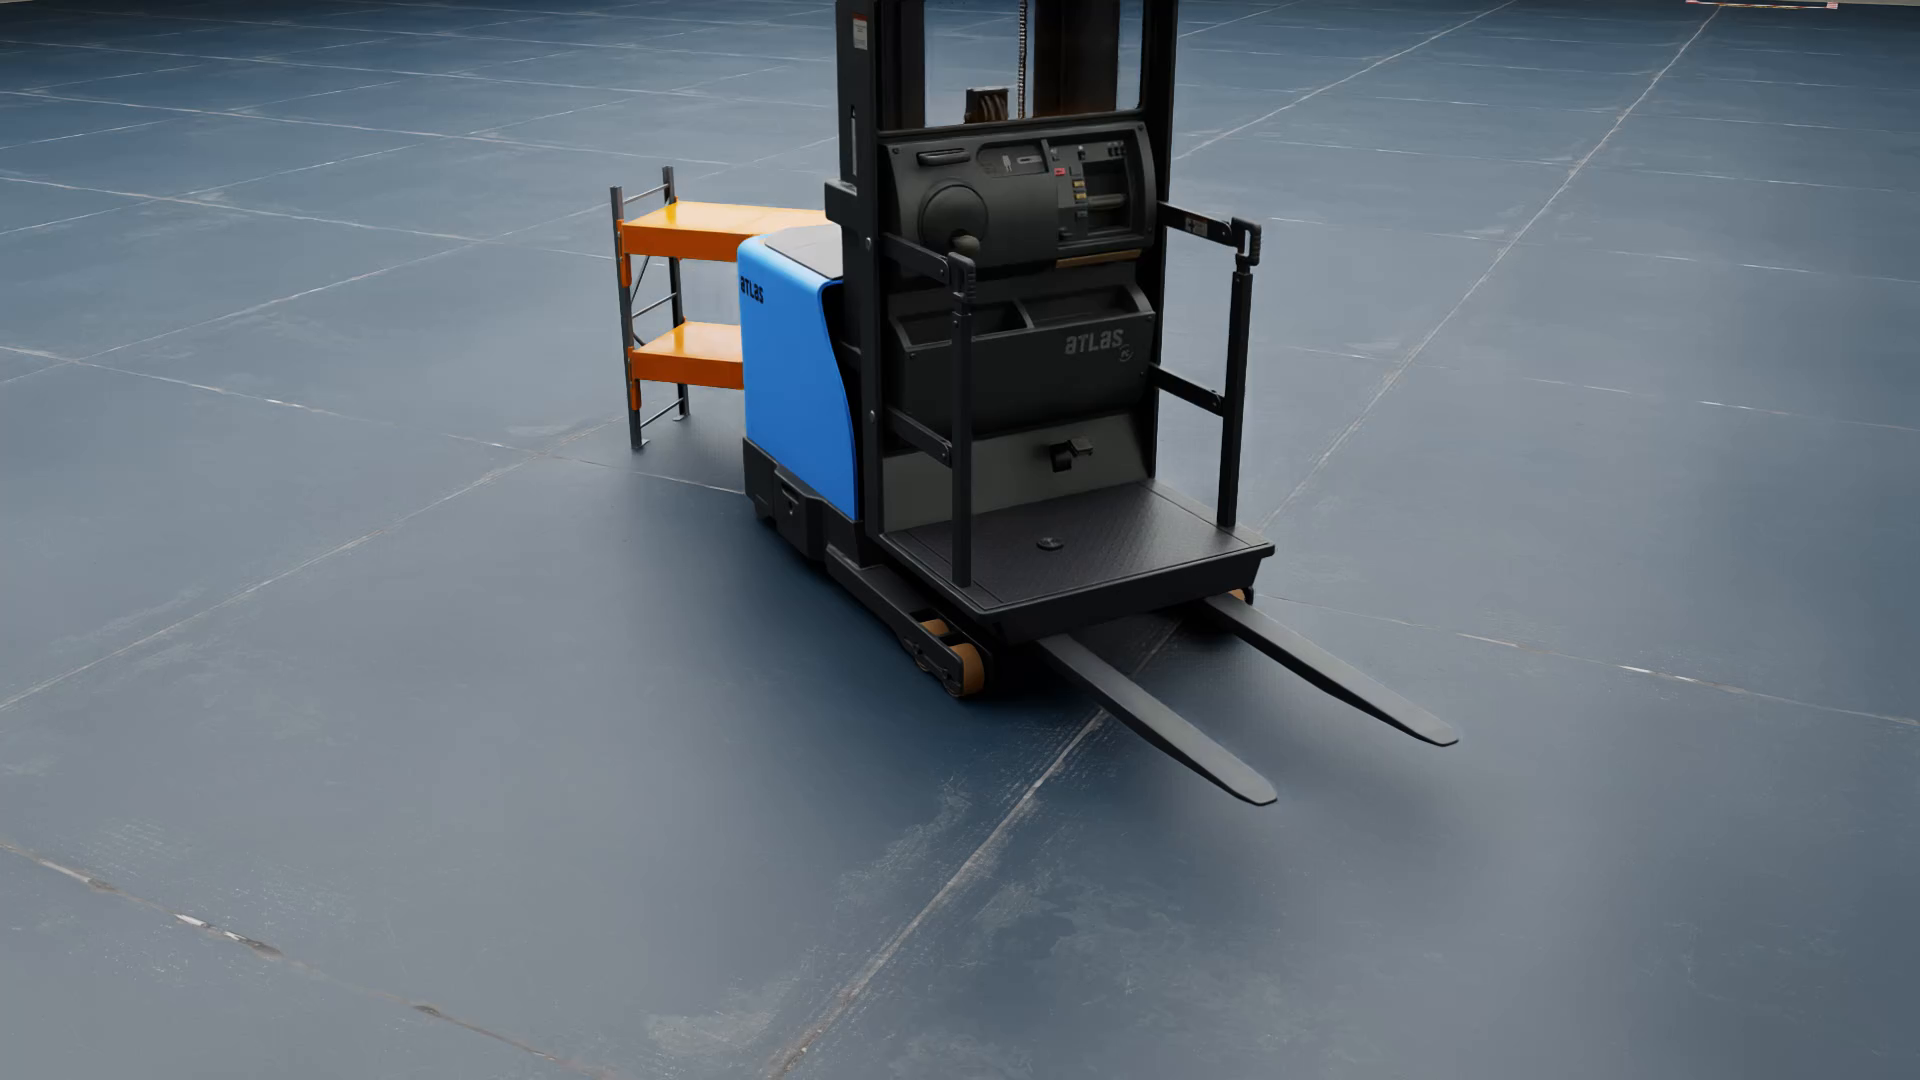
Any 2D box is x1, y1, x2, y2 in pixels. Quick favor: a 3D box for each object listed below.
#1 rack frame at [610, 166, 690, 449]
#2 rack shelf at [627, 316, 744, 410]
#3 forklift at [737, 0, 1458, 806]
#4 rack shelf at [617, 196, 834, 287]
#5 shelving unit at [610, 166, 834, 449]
[{"bbox_3d":[-1.328,-1.004,7.173,0.032,1.125,0.500,7,24,17],"label":"rack frame"},{"bbox_3d":[-0.844,-0.717,7.124,1.000,0.278,0.538,7,24,17],"label":"rack shelf"},{"bbox_3d":[0.310,-1.067,5.014,1.130,2.935,3.031,-12,26,-26],"label":"forklift"},{"bbox_3d":[-0.844,-1.212,6.914,1.000,0.278,0.538,7,24,17],"label":"rack shelf"},{"bbox_3d":[-0.844,-0.942,7.028,1.048,1.125,0.538,7,24,17],"label":"shelving unit"}]
